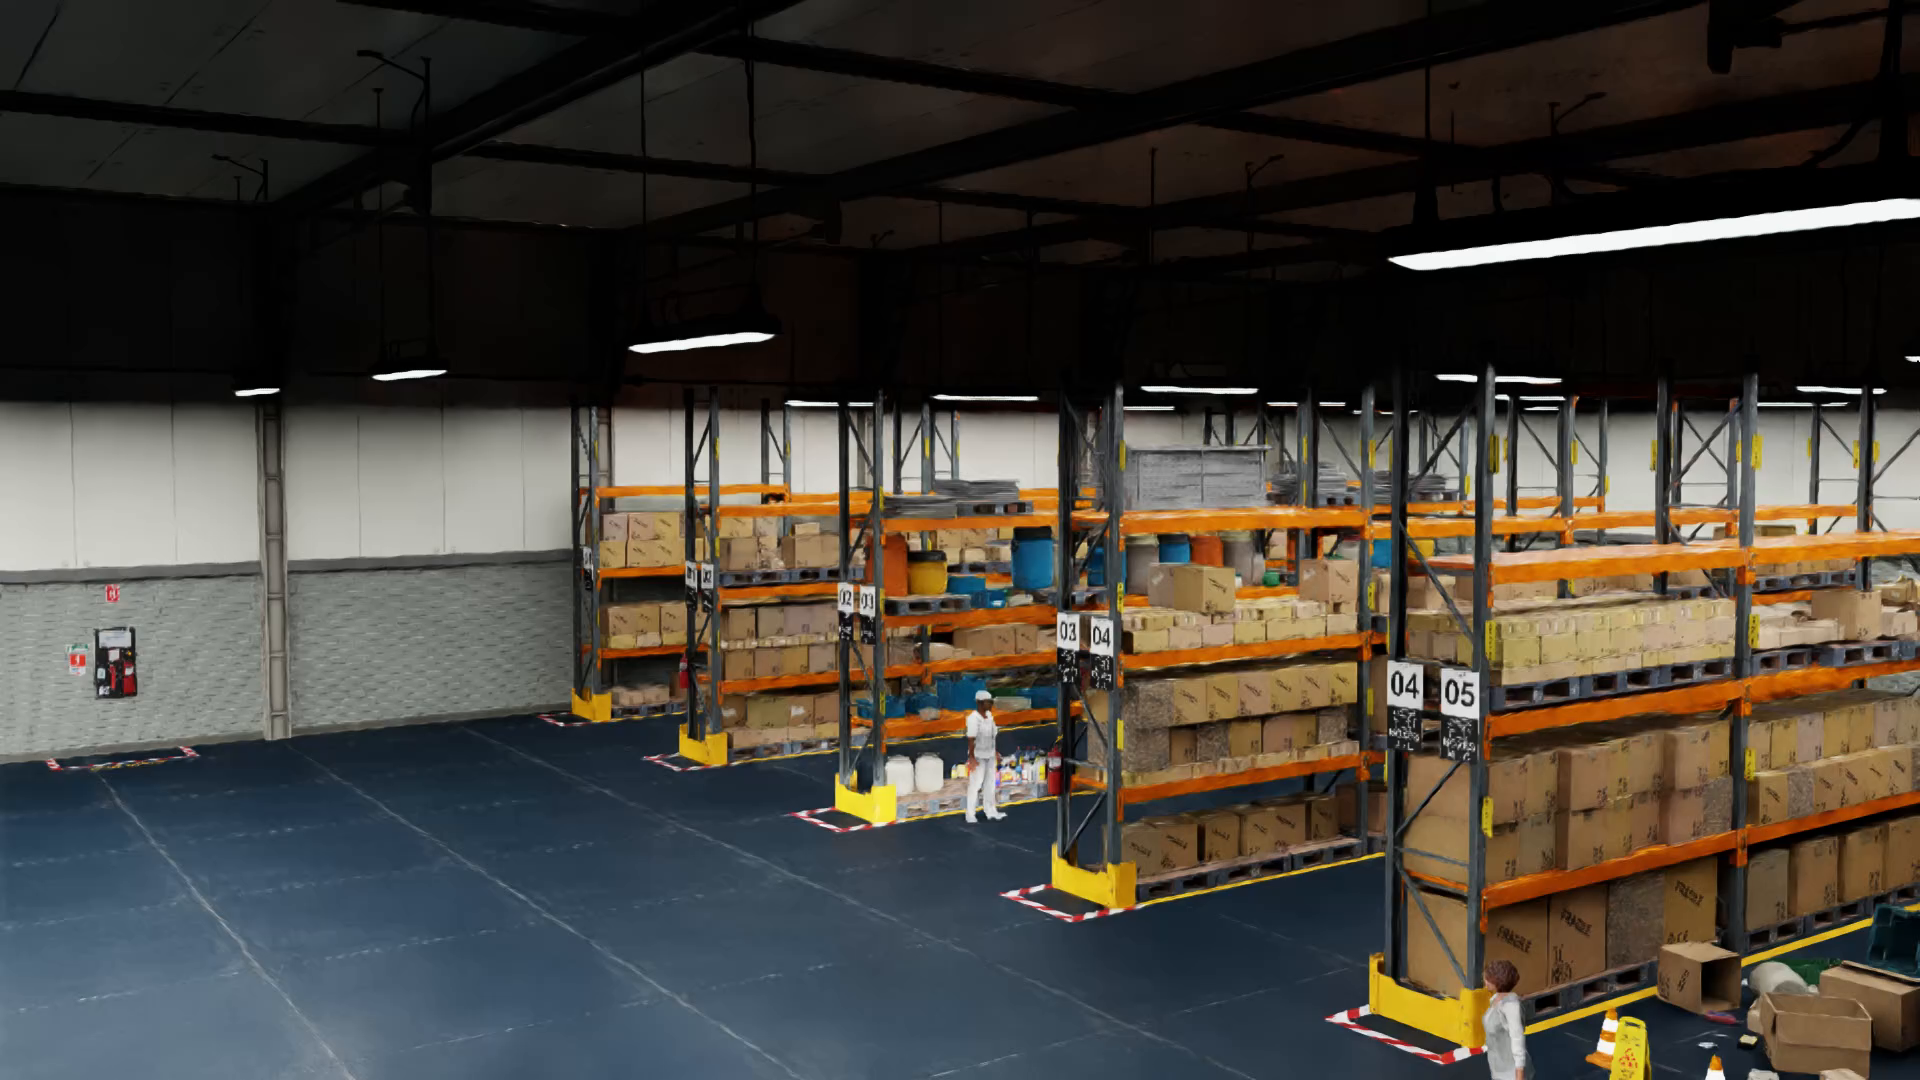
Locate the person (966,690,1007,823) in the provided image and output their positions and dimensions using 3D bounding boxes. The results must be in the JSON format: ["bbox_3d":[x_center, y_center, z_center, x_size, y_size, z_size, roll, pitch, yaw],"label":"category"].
[{"bbox_3d":[0.347,2.907,22.462,0.469,1.766,0.642,2,4,32],"label":"person"}]

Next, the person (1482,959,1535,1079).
[{"bbox_3d":[3.859,3.692,11.445,0.501,1.572,0.468,0,3,3],"label":"person"}]
